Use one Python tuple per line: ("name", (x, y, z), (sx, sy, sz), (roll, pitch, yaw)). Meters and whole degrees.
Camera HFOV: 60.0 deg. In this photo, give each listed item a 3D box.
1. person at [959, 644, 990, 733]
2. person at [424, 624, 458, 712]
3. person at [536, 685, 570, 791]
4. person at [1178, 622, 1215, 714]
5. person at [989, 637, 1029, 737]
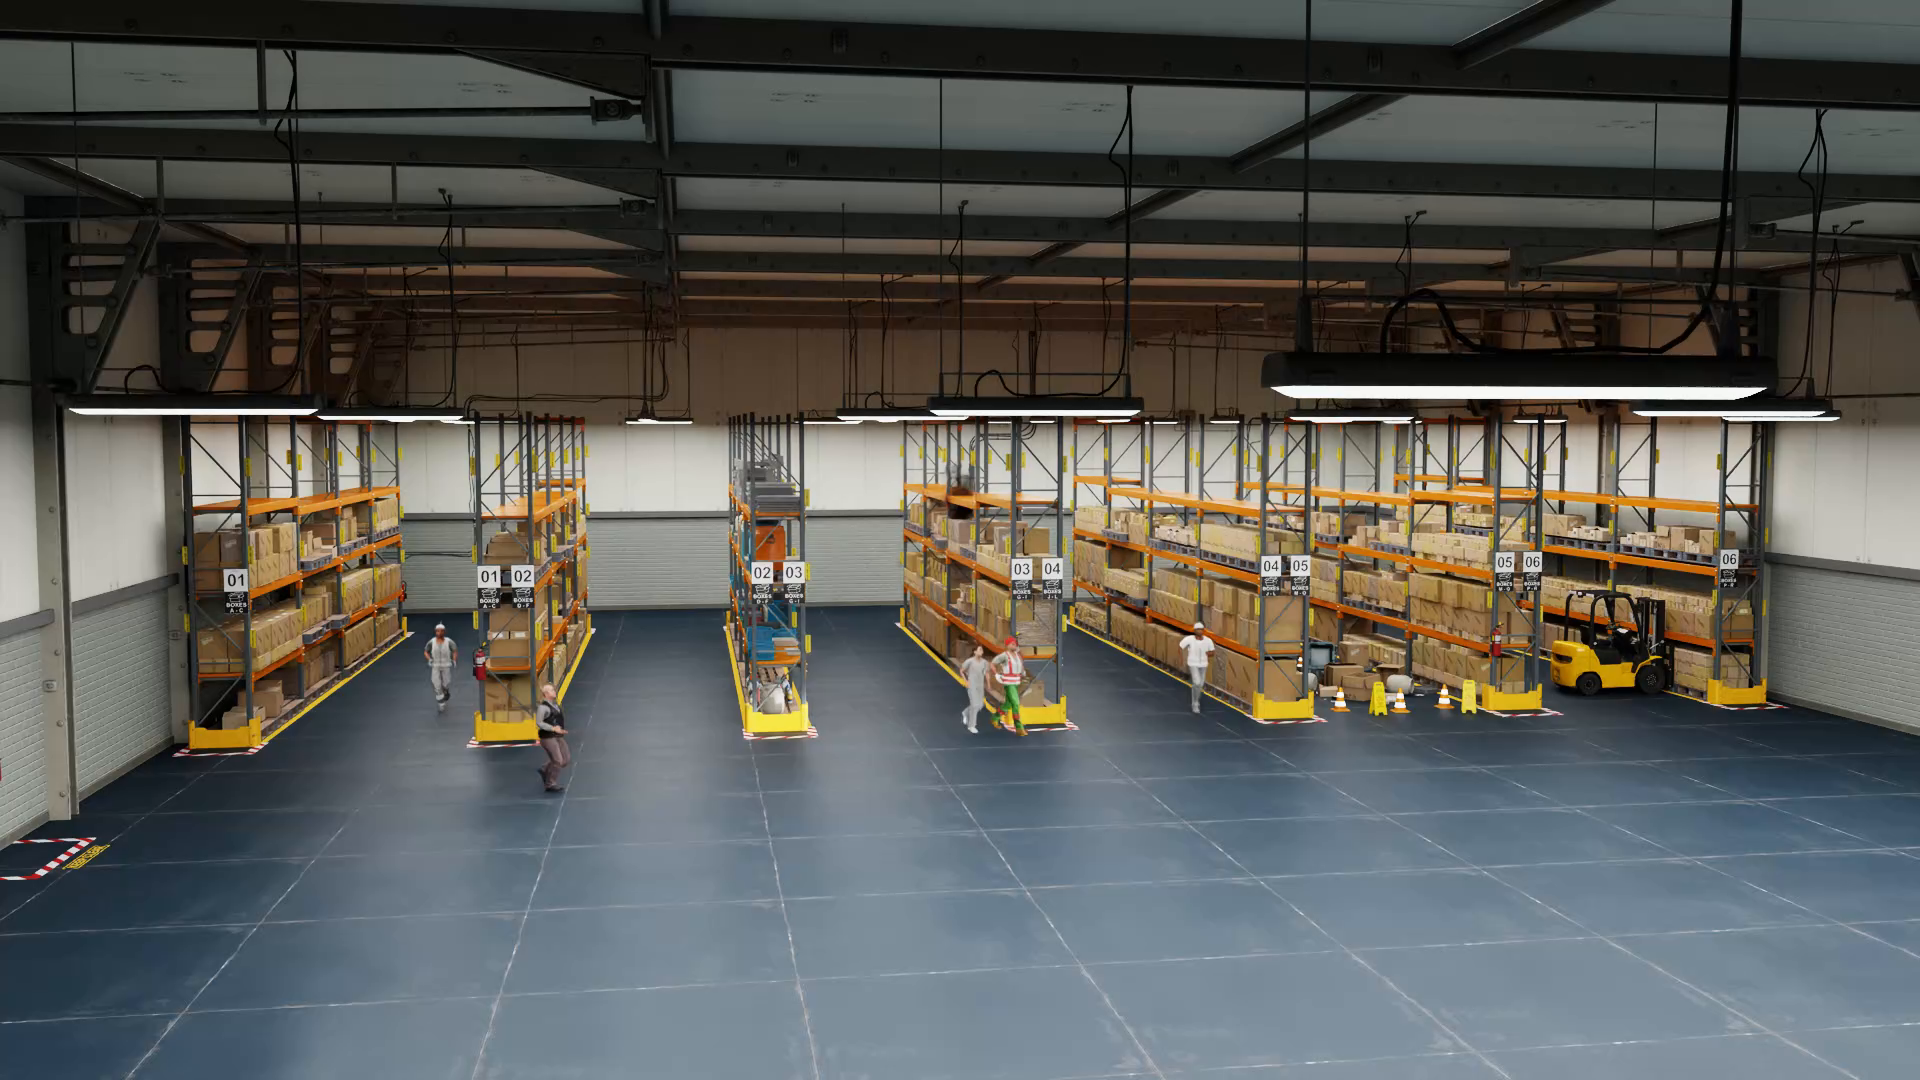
("person", (0.277, 2.781, 31.449), (0.615, 1.636, 0.597), (-2, 4, -30))
("person", (-10.507, 2.571, 33.654), (0.656, 1.745, 0.615), (-1, 4, -14))
("person", (-6.407, 3.108, 26.128), (0.604, 1.671, 0.656), (1, 4, 12))
("person", (4.789, 2.568, 33.509), (0.681, 1.830, 0.753), (-1, 4, -13))
("person", (0.955, 2.718, 31.020), (0.927, 1.816, 0.736), (3, 5, 35))
